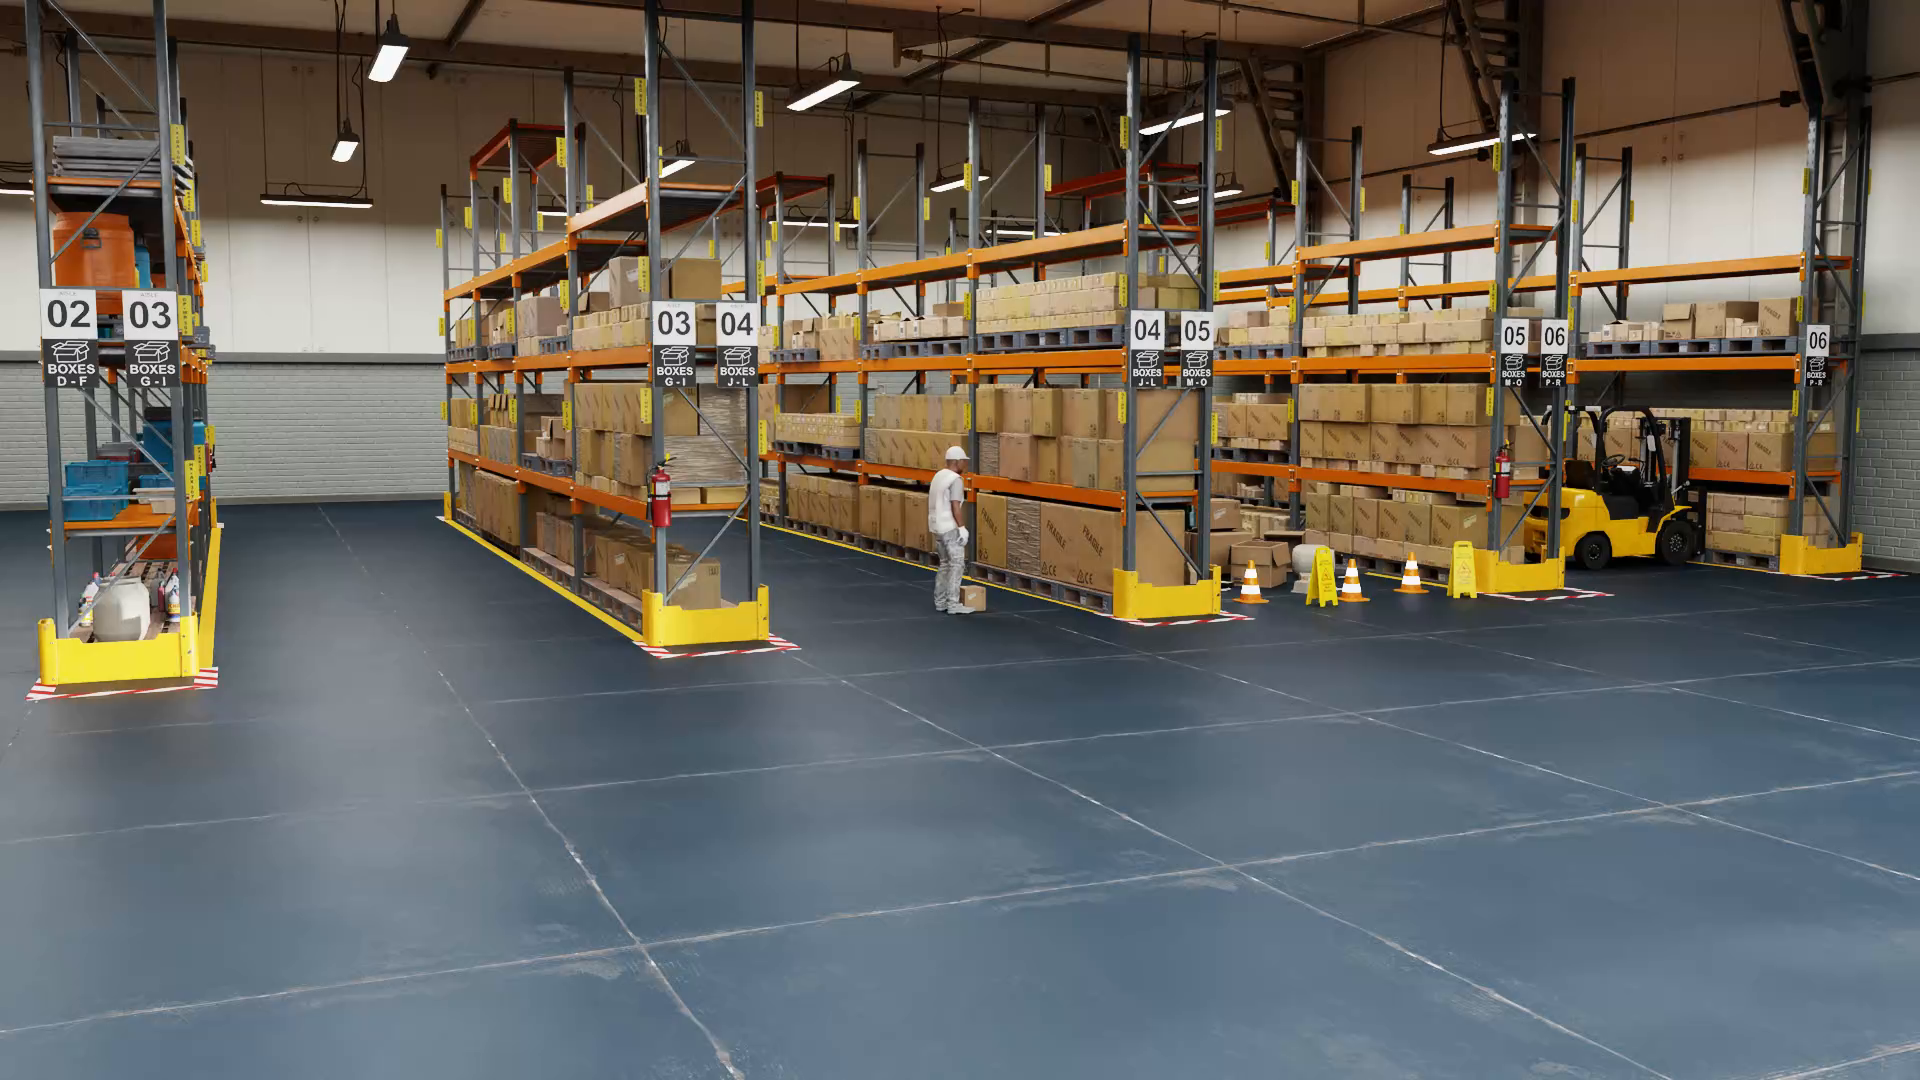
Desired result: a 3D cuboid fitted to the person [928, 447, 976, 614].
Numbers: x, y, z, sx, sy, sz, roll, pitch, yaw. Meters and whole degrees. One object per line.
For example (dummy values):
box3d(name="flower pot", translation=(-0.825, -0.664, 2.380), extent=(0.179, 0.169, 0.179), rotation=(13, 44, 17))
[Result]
box3d(name="person", translation=(-0.094, -0.112, 17.850), extent=(0.448, 1.774, 0.617), rotation=(-2, 6, -23))
